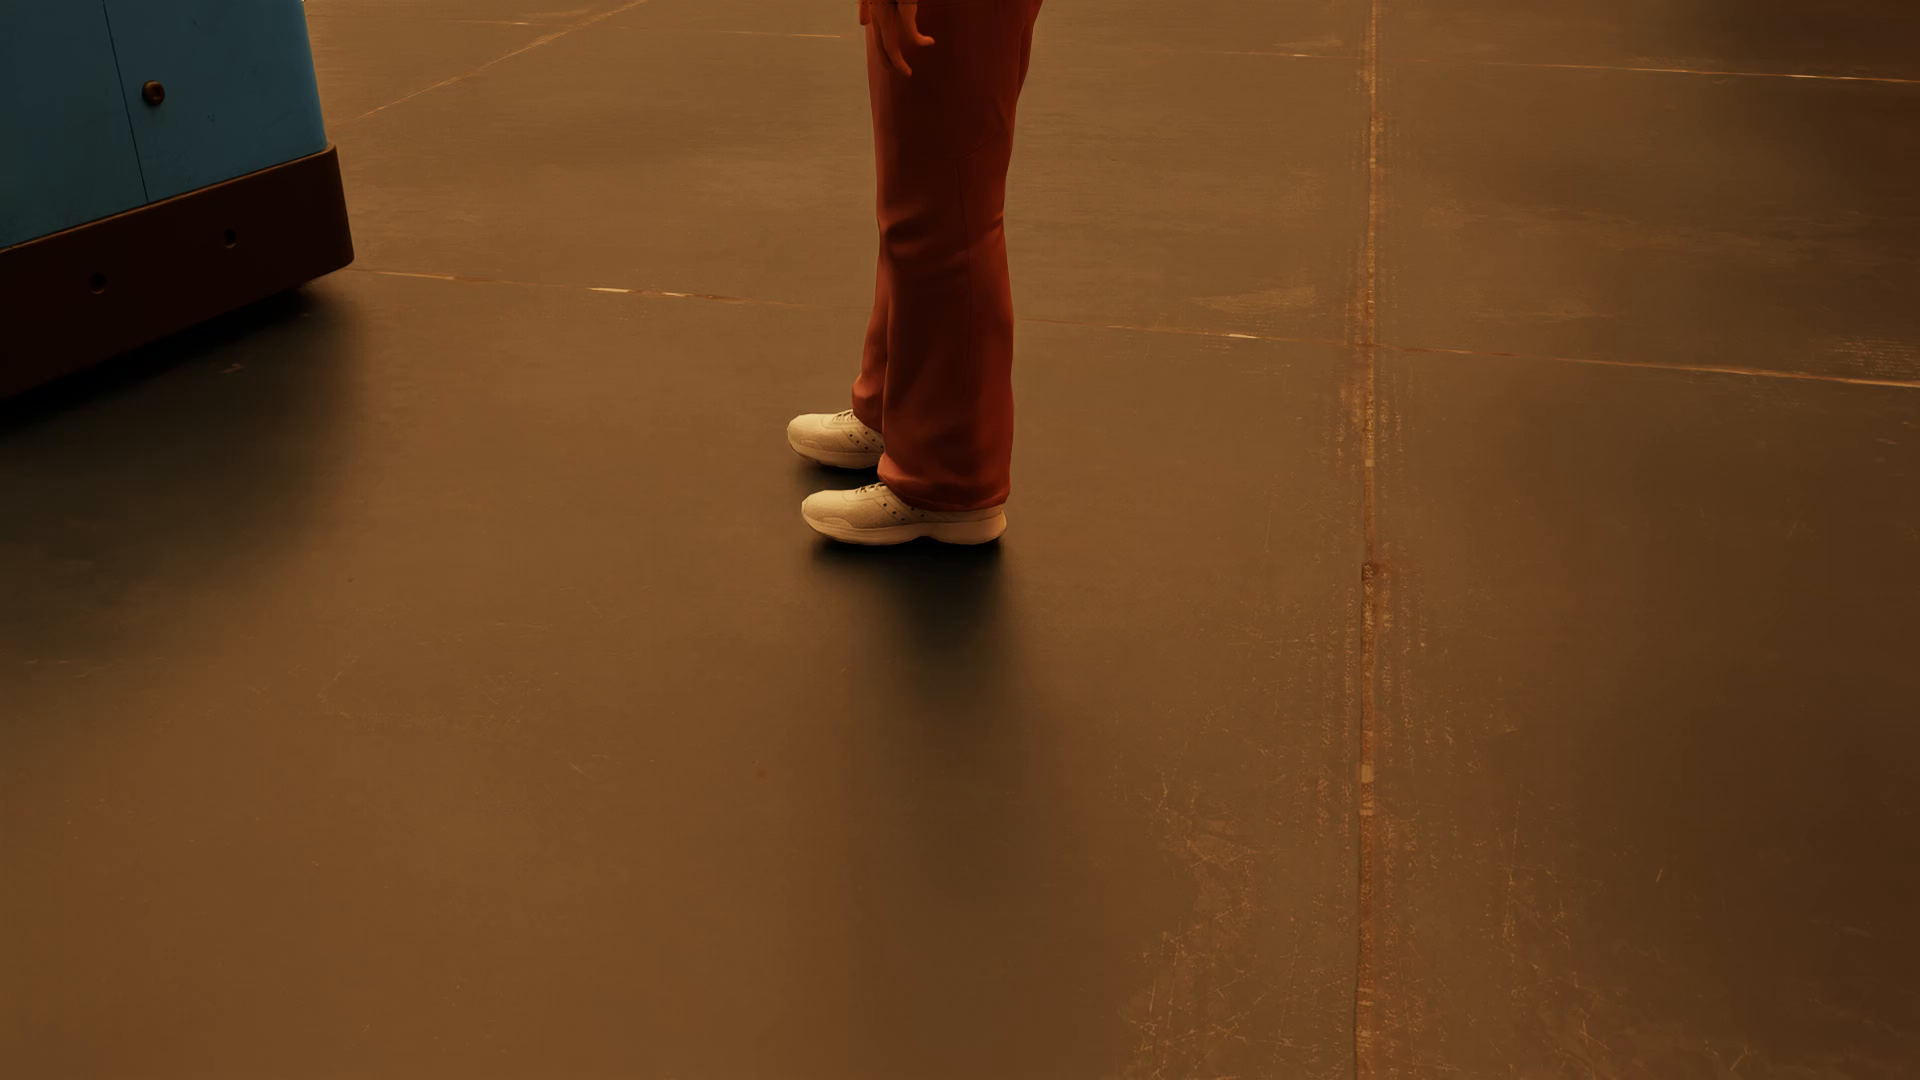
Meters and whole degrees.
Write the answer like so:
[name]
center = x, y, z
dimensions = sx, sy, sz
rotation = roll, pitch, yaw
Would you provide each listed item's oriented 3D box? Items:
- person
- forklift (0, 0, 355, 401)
[person]
center = -0.069, -0.766, 2.143
dimensions = 0.549, 1.675, 0.555
rotation = 6, 27, 11
[forklift]
center = -2.840, -1.917, 3.046
dimensions = 3.031, 2.935, 1.130
rotation = 12, 29, 22
